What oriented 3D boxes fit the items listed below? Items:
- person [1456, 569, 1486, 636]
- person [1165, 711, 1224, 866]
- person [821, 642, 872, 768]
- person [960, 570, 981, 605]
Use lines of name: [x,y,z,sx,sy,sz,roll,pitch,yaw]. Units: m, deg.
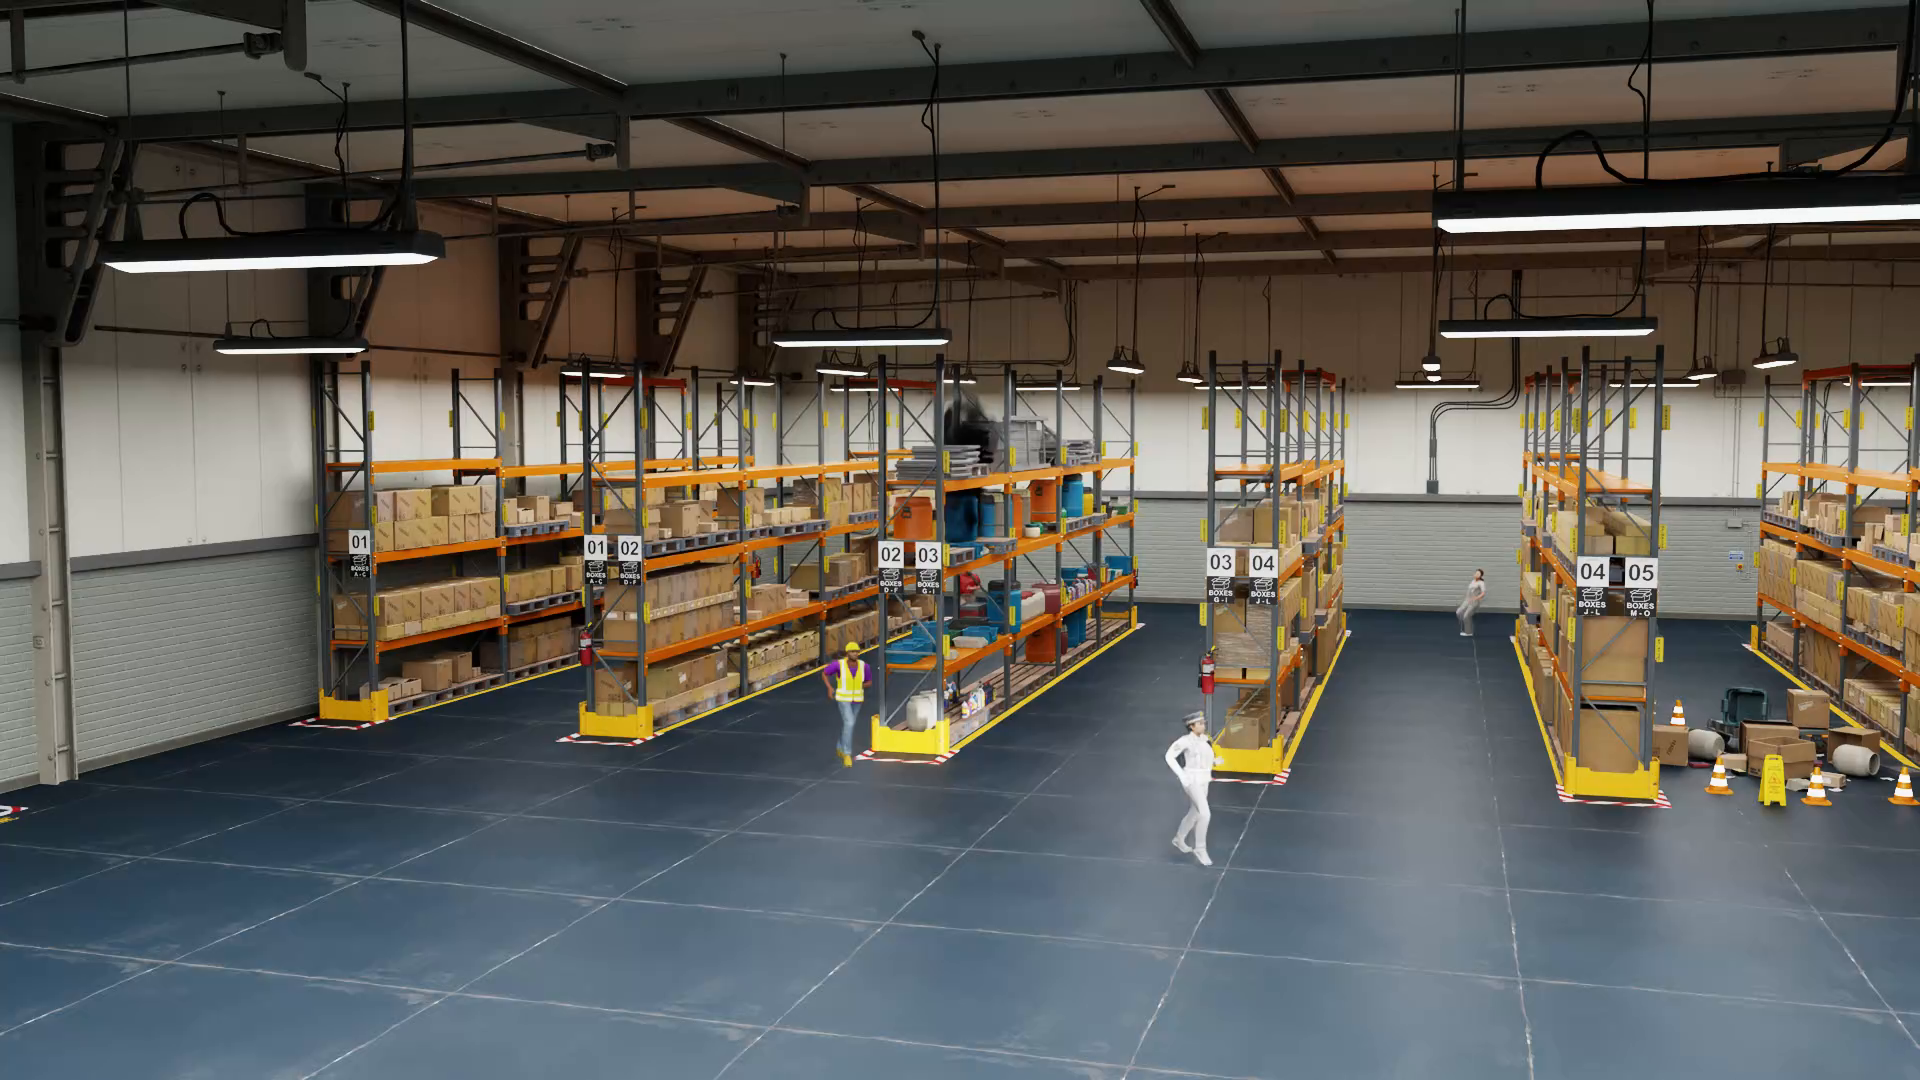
person: [11.822,1.459,38.473,0.553,1.574,0.660,-1,4,-18]
person: [2.702,2.810,18.967,0.688,1.754,0.565,4,6,43]
person: [-1.623,2.379,24.342,0.692,1.800,0.748,-2,5,-27]
person: [0.157,1.401,38.556,0.641,1.764,0.731,0,4,4]
